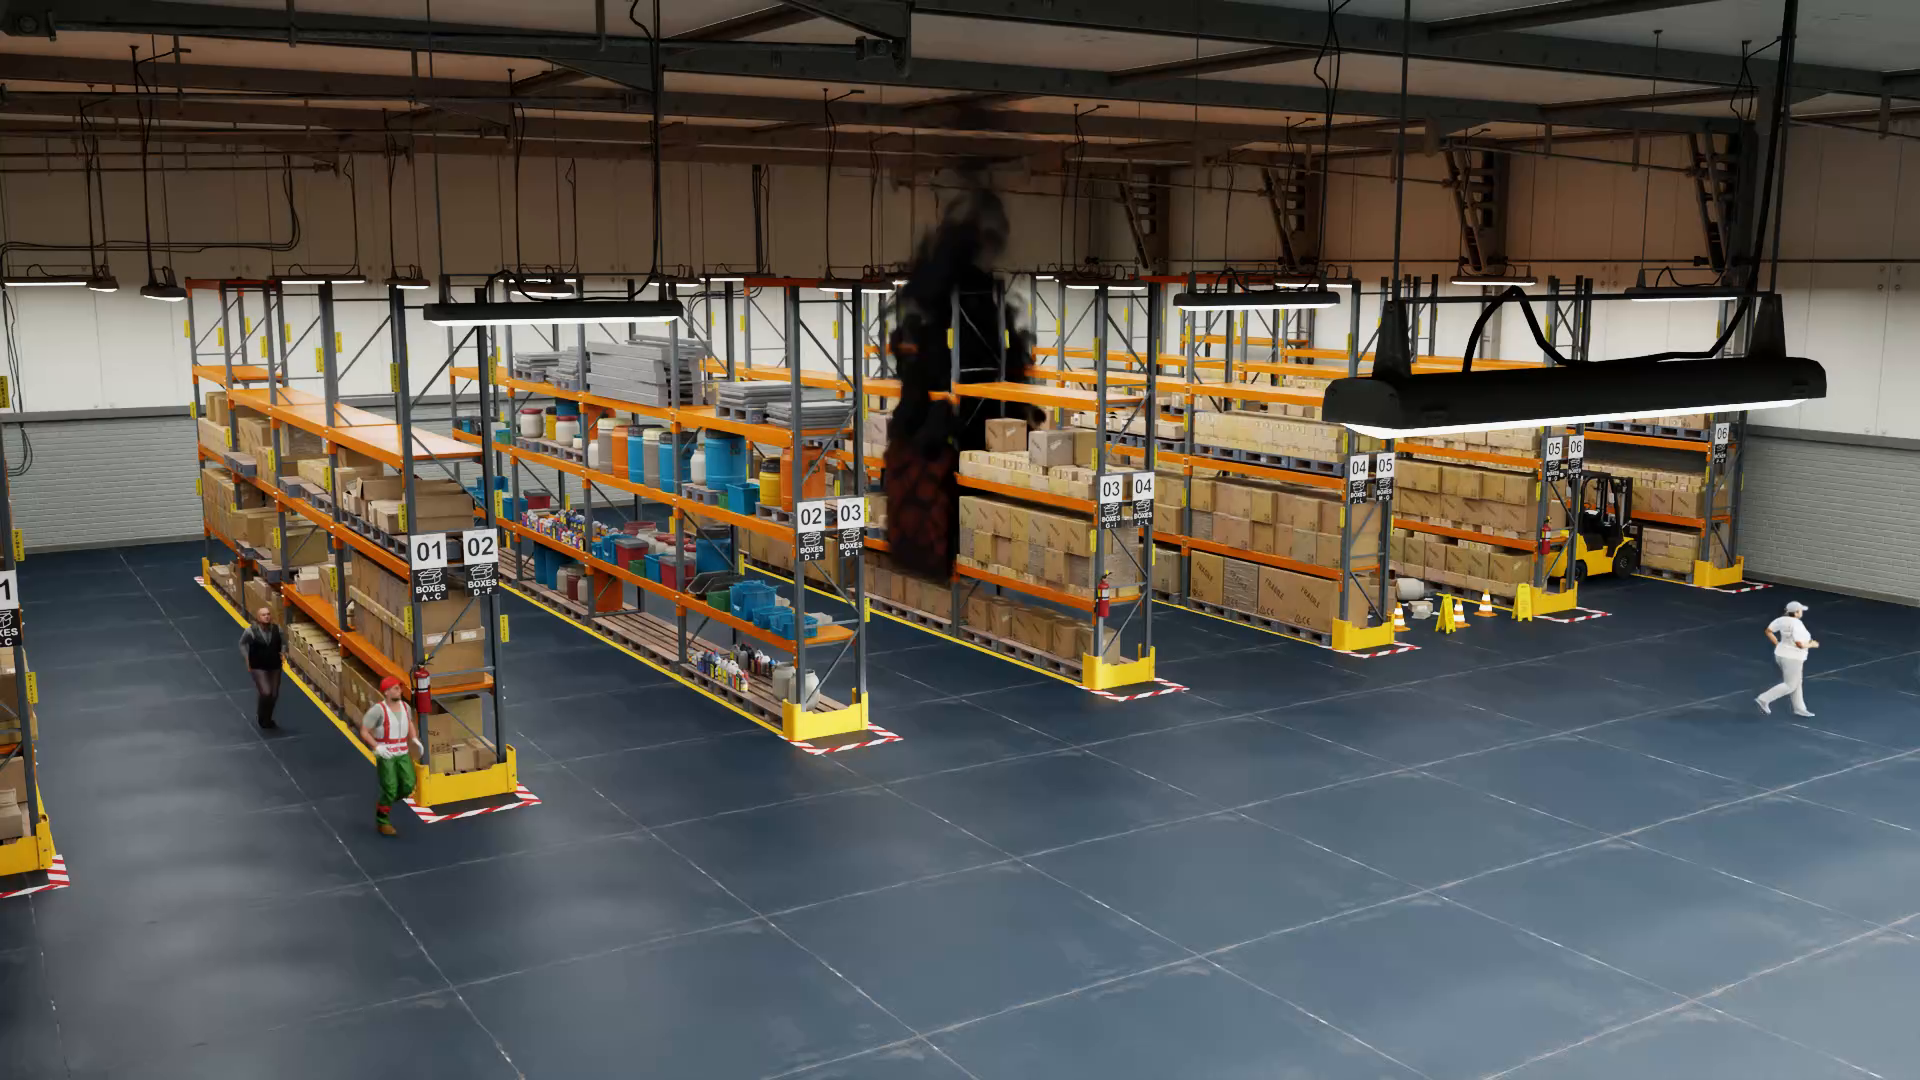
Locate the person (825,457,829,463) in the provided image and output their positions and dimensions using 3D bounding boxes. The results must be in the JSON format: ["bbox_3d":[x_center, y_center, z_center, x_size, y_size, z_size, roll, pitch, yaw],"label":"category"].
[{"bbox_3d":[-3.275,-1.177,39.852,0.767,1.725,0.750,0,10,0],"label":"person"}]

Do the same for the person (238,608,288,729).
[{"bbox_3d":[-9.419,1.739,22.598,0.595,1.675,0.733,-8,13,-41],"label":"person"}]

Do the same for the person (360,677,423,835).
[{"bbox_3d":[-6.335,2.392,18.597,0.538,1.735,0.730,6,11,32],"label":"person"}]

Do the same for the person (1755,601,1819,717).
[{"bbox_3d":[11.493,1.668,23.054,0.921,1.667,0.609,0,10,-2],"label":"person"}]
